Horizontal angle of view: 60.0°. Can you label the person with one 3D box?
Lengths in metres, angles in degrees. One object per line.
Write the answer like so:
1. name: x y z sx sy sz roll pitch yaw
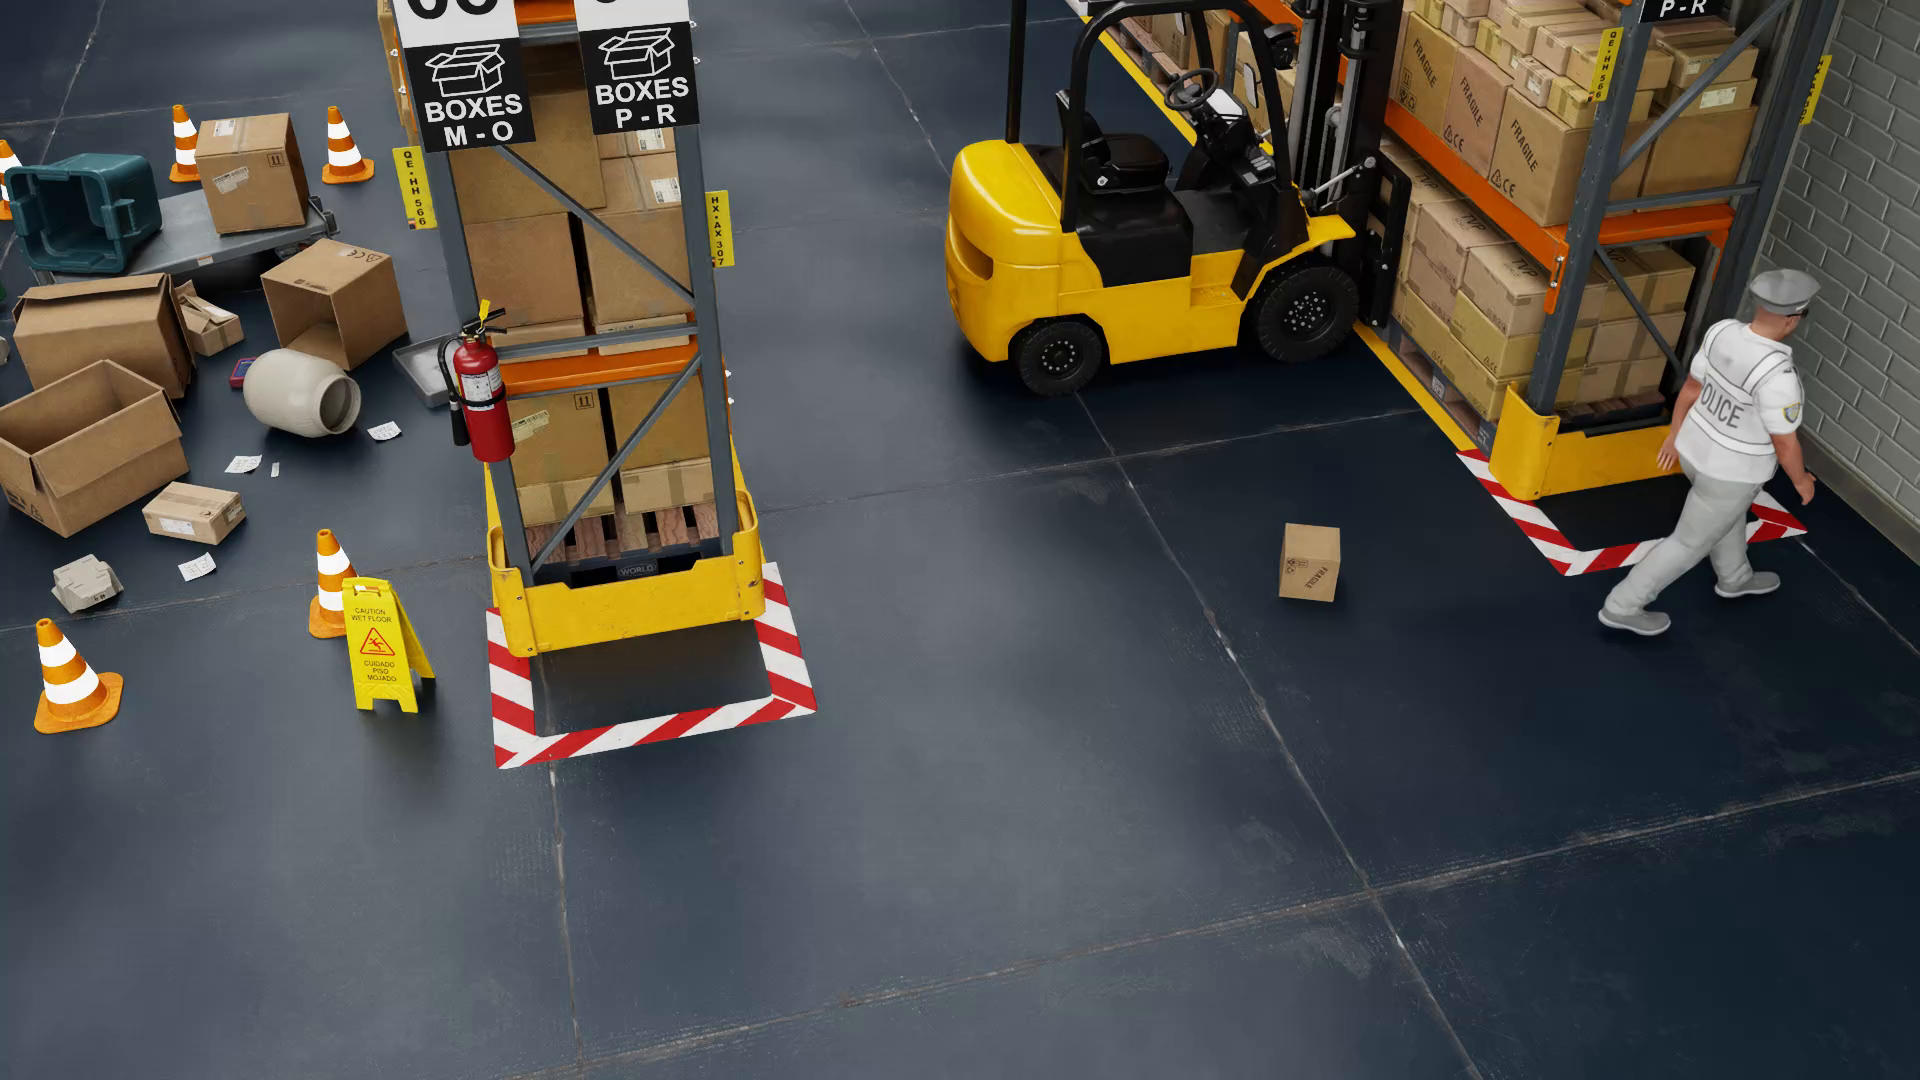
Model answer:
1. person: 3.366 -0.362 7.151 0.981 1.704 0.554 -5 38 -6
